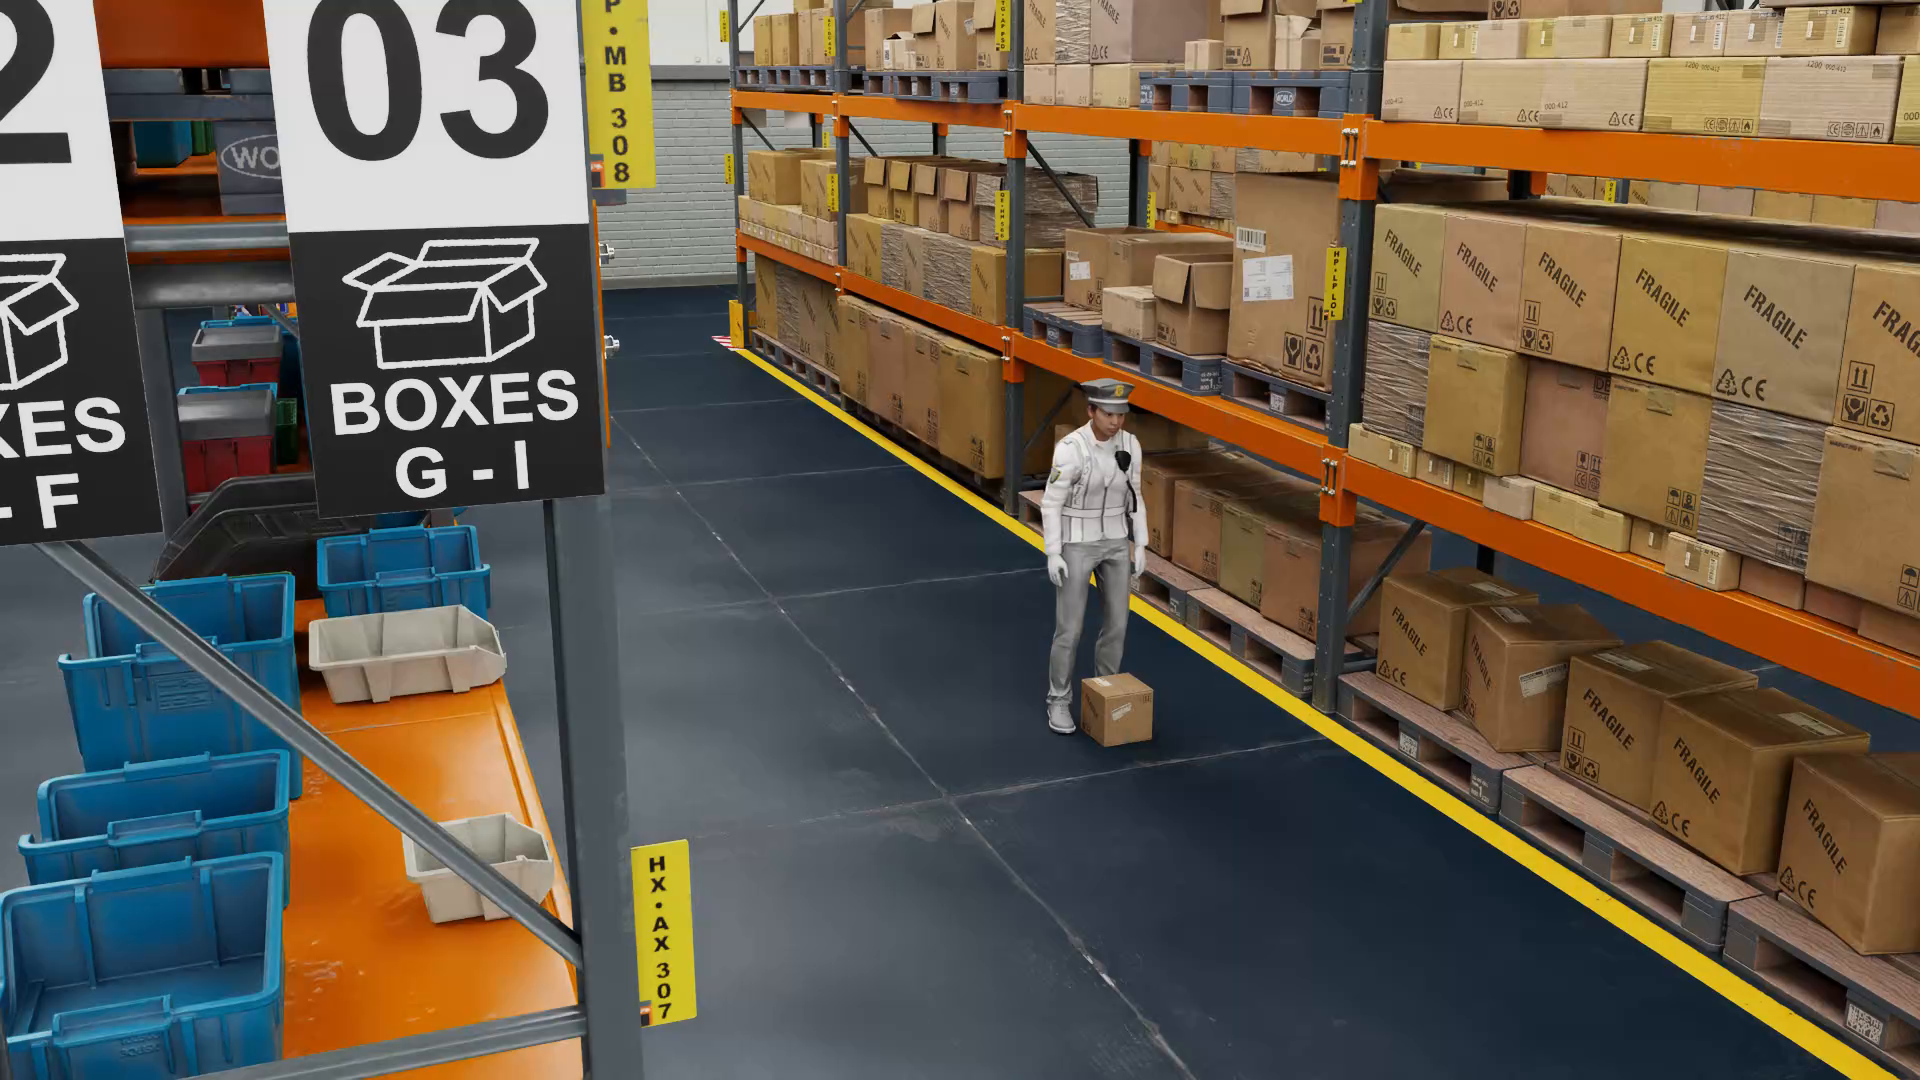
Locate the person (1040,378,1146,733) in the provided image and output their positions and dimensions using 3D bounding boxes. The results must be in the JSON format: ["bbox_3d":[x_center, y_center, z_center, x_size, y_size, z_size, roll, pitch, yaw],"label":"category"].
[{"bbox_3d":[0.632,0.056,7.823,0.522,1.663,0.376,-6,17,-20],"label":"person"}]
